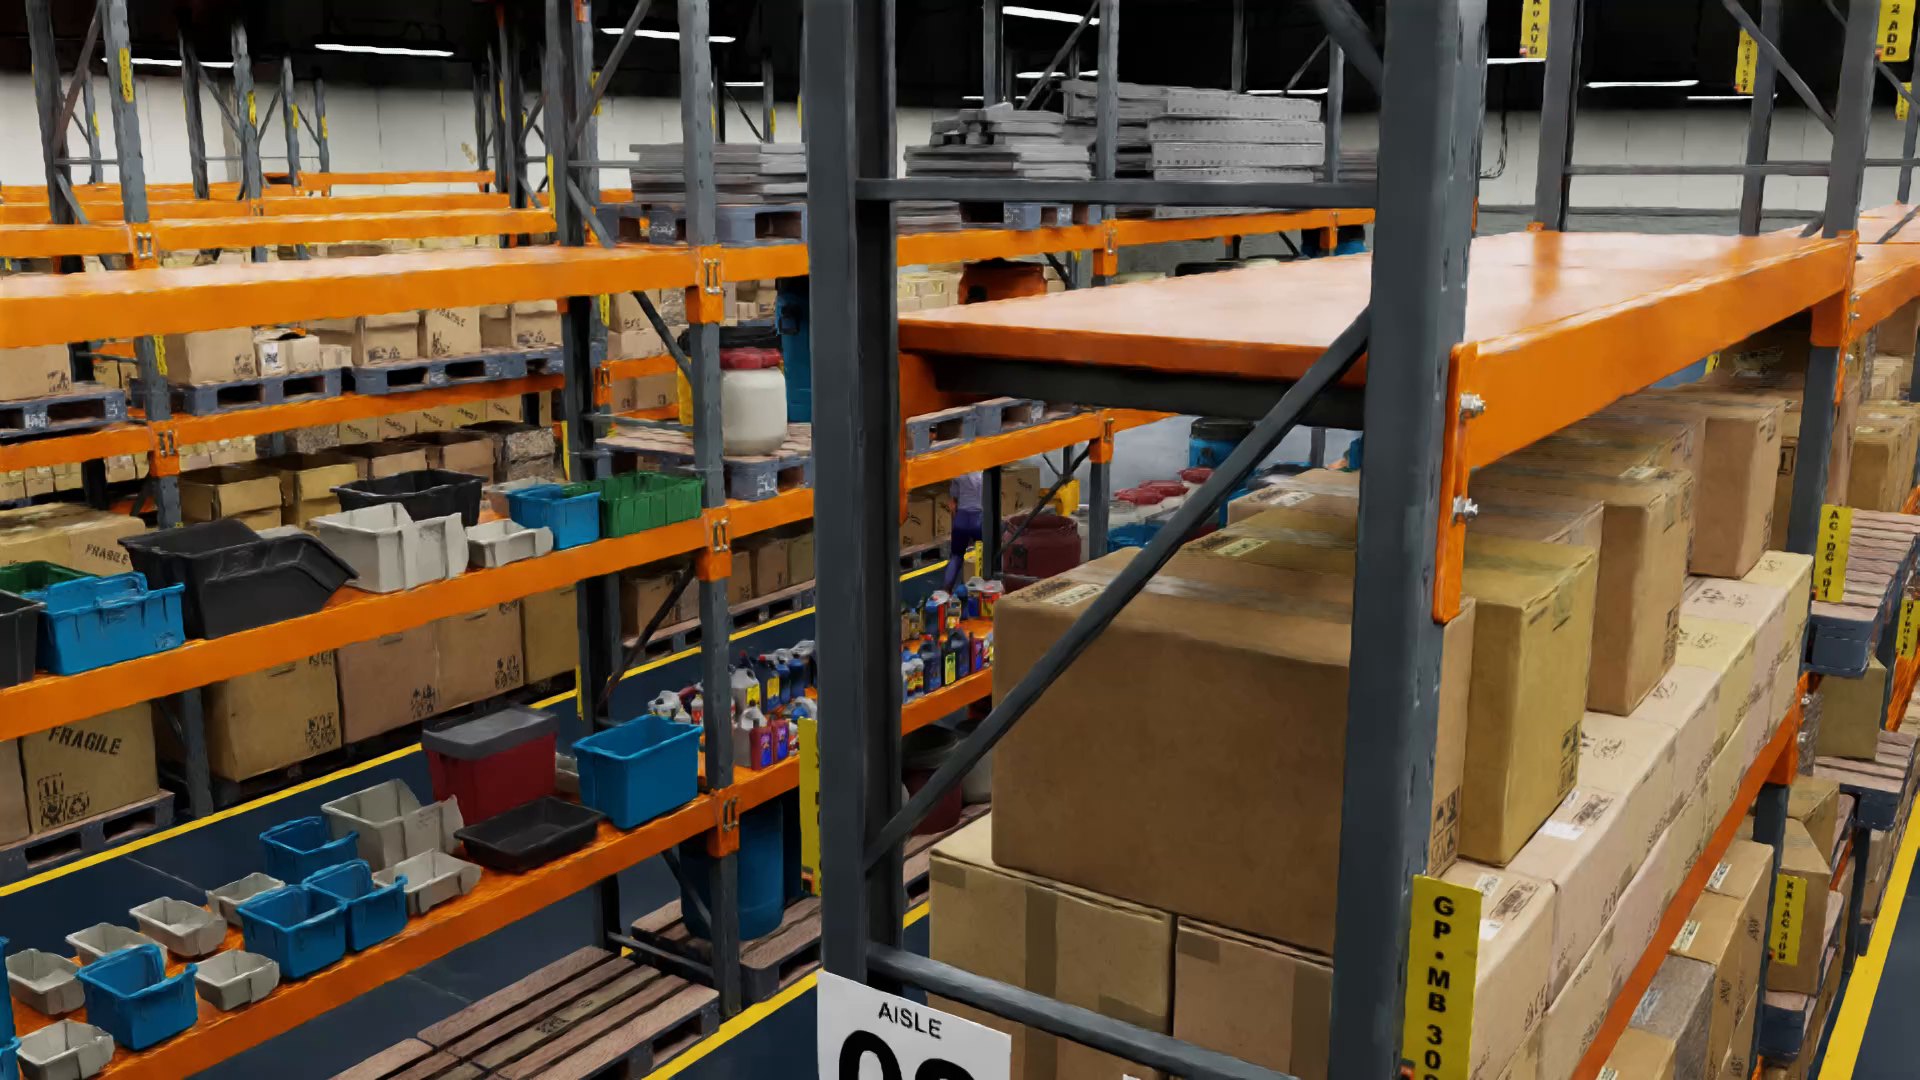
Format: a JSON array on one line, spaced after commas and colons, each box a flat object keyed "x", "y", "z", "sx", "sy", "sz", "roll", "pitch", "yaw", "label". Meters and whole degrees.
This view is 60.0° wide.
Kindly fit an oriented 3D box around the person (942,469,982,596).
[{"x": 0.118, "y": -0.146, "z": 17.123, "sx": 0.494, "sy": 1.628, "sz": 0.817, "roll": 5, "pitch": 14, "yaw": 20, "label": "person"}]
